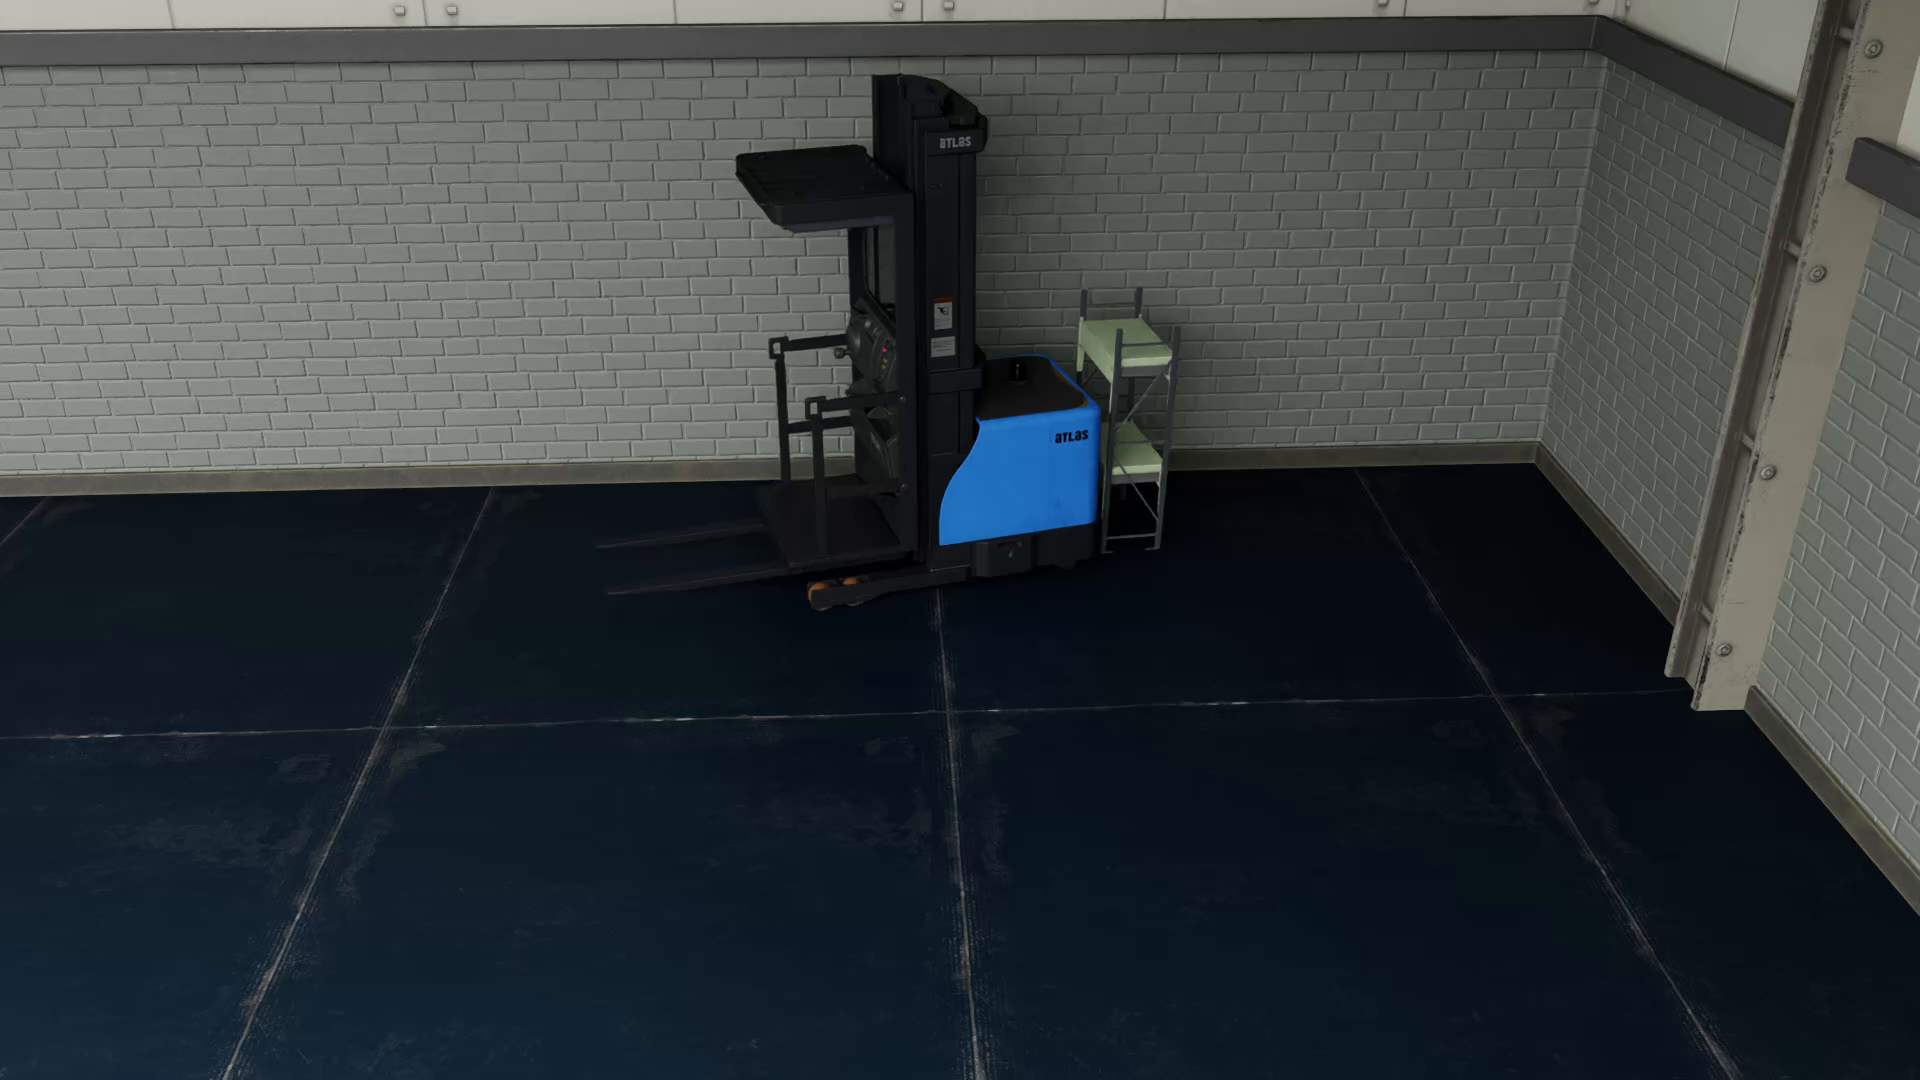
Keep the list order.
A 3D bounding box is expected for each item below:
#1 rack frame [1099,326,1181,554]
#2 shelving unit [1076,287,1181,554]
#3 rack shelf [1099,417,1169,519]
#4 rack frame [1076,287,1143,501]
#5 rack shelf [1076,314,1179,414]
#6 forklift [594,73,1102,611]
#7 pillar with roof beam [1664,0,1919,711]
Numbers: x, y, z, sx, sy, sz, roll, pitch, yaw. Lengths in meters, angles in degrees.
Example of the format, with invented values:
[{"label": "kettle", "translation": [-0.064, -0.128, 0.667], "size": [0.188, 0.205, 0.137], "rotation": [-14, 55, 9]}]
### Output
[{"label": "rack frame", "translation": [1.106, -0.598, 10.261], "size": [0.400, 1.500, 0.023], "rotation": [-4, 28, -12]}, {"label": "shelving unit", "translation": [1.025, -0.764, 10.577], "size": [0.431, 1.500, 0.755], "rotation": [-4, 28, -12]}, {"label": "rack shelf", "translation": [1.015, -0.474, 10.726], "size": [0.431, 0.370, 0.720], "rotation": [-4, 28, -12]}, {"label": "rack frame", "translation": [0.944, -0.929, 10.894], "size": [0.400, 1.500, 0.023], "rotation": [-4, 28, -12]}, {"label": "rack shelf", "translation": [1.037, -1.111, 10.399], "size": [0.431, 0.370, 0.720], "rotation": [-4, 28, -12]}, {"label": "forklift", "translation": [-0.708, -1.149, 9.784], "size": [3.031, 2.935, 1.130], "rotation": [-8, 29, -16]}, {"label": "pillar with roof beam", "translation": [-0.188, -3.059, 6.885], "size": [9.100, 9.000, 0.400], "rotation": [-1, 28, -3]}]
